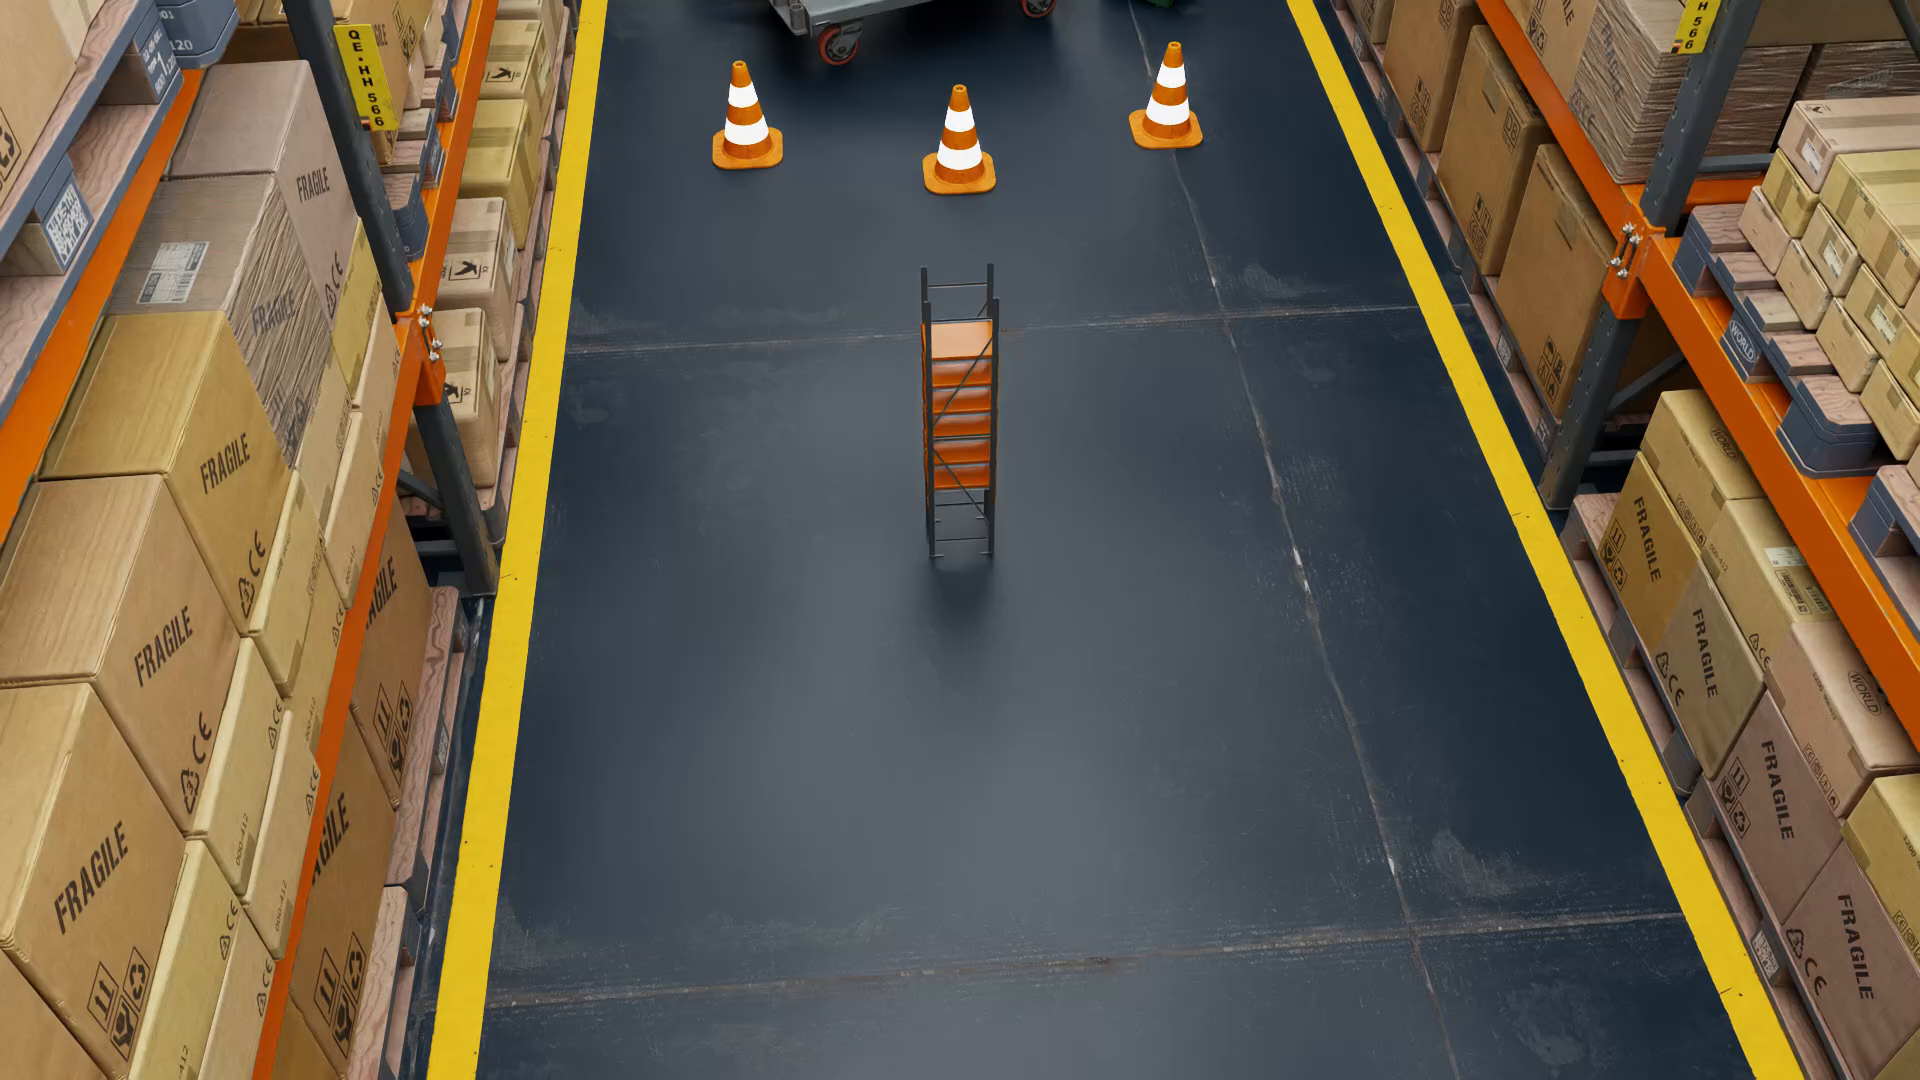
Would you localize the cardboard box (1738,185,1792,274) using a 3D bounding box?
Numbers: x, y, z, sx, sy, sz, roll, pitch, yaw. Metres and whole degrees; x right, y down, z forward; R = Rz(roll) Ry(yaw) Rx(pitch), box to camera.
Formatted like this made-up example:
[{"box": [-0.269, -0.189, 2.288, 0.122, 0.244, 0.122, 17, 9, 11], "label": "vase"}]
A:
[{"box": [2.571, -0.935, 4.953, 0.380, 0.149, 0.250, -4, 47, -4], "label": "cardboard box"}]

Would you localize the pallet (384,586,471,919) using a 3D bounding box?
[{"box": [-2.199, 0.695, 5.446, 1.003, 0.211, 1.213, -3, 47, -3], "label": "pallet"}]

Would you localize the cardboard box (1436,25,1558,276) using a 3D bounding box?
[{"box": [2.697, -1.662, 7.018, 1.050, 0.750, 0.750, -3, 47, -3], "label": "cardboard box"}]

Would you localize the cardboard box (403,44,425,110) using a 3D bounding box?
[{"box": [-1.999, -1.551, 5.536, 0.380, 0.149, 0.250, -6, 47, -6], "label": "cardboard box"}]

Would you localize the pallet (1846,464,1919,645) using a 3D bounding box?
[{"box": [2.941, 0.283, 4.048, 1.003, 0.211, 1.213, -3, 47, -3], "label": "pallet"}]

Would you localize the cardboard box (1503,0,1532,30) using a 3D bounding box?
[{"box": [2.347, -2.279, 6.274, 0.500, 0.500, 0.500, -4, 47, -4], "label": "cardboard box"}]

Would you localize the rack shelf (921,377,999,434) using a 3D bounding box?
[{"box": [-0.001, -0.475, 5.769, 0.258, 0.103, 0.180, -3, 47, -3], "label": "rack shelf"}]

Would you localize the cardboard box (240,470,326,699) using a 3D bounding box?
[{"box": [-1.786, 0.116, 3.833, 0.500, 0.250, 0.500, -5, 47, -4], "label": "cardboard box"}]

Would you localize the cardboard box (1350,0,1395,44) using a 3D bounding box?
[{"box": [2.541, -3.034, 8.318, 1.050, 0.750, 0.750, -4, 47, -3], "label": "cardboard box"}]

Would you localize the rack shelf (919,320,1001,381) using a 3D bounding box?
[{"box": [-0.001, -0.640, 5.595, 0.258, 0.103, 0.180, -3, 47, -3], "label": "rack shelf"}]

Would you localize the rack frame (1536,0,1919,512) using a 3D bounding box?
[{"box": [2.734, -1.213, 5.333, 1.000, 3.000, 0.127, -3, 47, -3], "label": "rack frame"}]

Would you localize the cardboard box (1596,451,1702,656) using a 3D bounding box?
[{"box": [2.540, 0.030, 5.588, 0.500, 0.500, 0.500, -5, 47, -5], "label": "cardboard box"}]

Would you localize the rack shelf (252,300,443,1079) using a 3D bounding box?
[{"box": [-2.022, 0.856, 3.869, 1.077, 0.370, 4.000, -3, 47, -3], "label": "rack shelf"}]

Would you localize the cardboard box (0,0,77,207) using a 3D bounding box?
[{"box": [-1.753, -0.791, 2.510, 0.500, 0.500, 0.500, -3, 47, -3], "label": "cardboard box"}]

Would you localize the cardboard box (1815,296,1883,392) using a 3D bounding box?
[{"box": [2.616, -0.545, 4.584, 0.380, 0.149, 0.250, -1, 47, -1], "label": "cardboard box"}]

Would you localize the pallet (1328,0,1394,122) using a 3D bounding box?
[{"box": [2.539, -2.594, 8.562, 1.003, 0.211, 1.213, -3, 47, -3], "label": "pallet"}]

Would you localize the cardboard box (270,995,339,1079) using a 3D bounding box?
[{"box": [-2.070, 1.545, 3.895, 0.875, 0.875, 0.875, -2, 47, -2], "label": "cardboard box"}]

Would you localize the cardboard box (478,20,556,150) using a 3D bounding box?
[{"box": [-2.415, -2.074, 7.669, 0.950, 0.372, 0.625, -1, 47, -1], "label": "cardboard box"}]

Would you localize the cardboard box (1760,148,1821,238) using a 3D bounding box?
[{"box": [2.575, -1.011, 4.821, 0.380, 0.149, 0.250, -2, 47, -2], "label": "cardboard box"}]

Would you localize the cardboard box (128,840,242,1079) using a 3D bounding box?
[{"box": [-1.698, 0.857, 3.131, 0.500, 0.250, 0.500, -3, 47, -3], "label": "cardboard box"}]

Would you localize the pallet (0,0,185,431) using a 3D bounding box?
[{"box": [-1.986, -0.534, 2.754, 1.003, 0.211, 1.213, -2, 47, -1], "label": "pallet"}]

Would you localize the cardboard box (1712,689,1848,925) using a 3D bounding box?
[{"box": [2.633, 0.764, 4.893, 0.500, 0.500, 0.500, -5, 47, -4], "label": "cardboard box"}]

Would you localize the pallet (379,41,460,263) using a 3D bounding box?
[{"box": [-2.356, -1.282, 5.530, 1.213, 0.211, 1.003, -3, 47, -3], "label": "pallet"}]

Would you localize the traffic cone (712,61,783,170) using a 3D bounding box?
[{"box": [-1.026, -2.048, 7.871, 0.336, 0.463, 0.334, -3, 47, -3], "label": "traffic cone"}]

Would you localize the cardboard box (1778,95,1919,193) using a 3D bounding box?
[{"box": [2.580, -1.126, 4.724, 0.380, 0.149, 0.250, -3, 47, -3], "label": "cardboard box"}]

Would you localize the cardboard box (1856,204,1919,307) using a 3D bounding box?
[{"box": [2.621, -0.757, 4.375, 0.380, 0.149, 0.250, -4, 47, -4], "label": "cardboard box"}]

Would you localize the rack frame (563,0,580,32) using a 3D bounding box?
[{"box": [-2.525, -3.733, 7.719, 1.000, 3.000, 0.127, -3, 47, -3], "label": "rack frame"}]

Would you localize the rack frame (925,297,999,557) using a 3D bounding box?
[{"box": [0.006, -0.357, 5.762, 0.240, 1.200, 0.006, -3, 47, -3], "label": "rack frame"}]

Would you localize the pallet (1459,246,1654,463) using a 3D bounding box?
[{"box": [2.744, -0.829, 6.890, 1.003, 0.211, 1.213, -3, 47, -3], "label": "pallet"}]

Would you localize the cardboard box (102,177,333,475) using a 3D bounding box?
[{"box": [-1.835, -0.488, 3.889, 0.500, 0.500, 0.500, -3, 47, -3], "label": "cardboard box"}]

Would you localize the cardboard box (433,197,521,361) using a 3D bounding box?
[{"box": [-2.297, -1.022, 6.673, 0.950, 0.372, 0.625, -4, 47, -4], "label": "cardboard box"}]

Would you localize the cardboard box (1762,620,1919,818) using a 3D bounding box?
[{"box": [2.622, 0.484, 4.642, 0.500, 0.250, 0.500, -3, 47, -3], "label": "cardboard box"}]

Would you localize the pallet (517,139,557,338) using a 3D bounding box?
[{"box": [-2.353, -1.326, 7.360, 1.003, 0.211, 1.213, -3, 47, -3], "label": "pallet"}]

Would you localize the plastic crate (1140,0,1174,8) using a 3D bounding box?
[{"box": [1.080, -3.206, 9.117, 0.450, 0.188, 0.662, 25, 51, 9], "label": "plastic crate"}]

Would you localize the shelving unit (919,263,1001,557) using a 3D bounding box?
[{"box": [-0.001, -0.423, 5.824, 0.258, 1.200, 0.189, -3, 47, -3], "label": "shelving unit"}]

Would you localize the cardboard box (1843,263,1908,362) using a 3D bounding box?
[{"box": [2.625, -0.622, 4.452, 0.380, 0.149, 0.250, -5, 47, -5], "label": "cardboard box"}]

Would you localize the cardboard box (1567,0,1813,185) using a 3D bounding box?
[{"box": [2.429, -1.557, 5.589, 0.500, 0.500, 0.500, -3, 47, -3], "label": "cardboard box"}]

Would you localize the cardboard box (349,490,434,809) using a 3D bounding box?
[{"box": [-2.215, 0.252, 5.119, 0.875, 0.875, 0.875, -4, 47, -4], "label": "cardboard box"}]

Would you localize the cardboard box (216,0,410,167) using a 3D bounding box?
[{"box": [-1.997, -1.459, 5.003, 0.500, 0.500, 0.500, -5, 47, -4], "label": "cardboard box"}]

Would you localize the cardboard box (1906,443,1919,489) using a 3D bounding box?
[{"box": [2.665, -0.158, 4.217, 0.380, 0.149, 0.250, -2, 47, -2], "label": "cardboard box"}]

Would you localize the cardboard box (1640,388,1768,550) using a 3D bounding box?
[{"box": [2.551, -0.242, 5.329, 0.500, 0.250, 0.500, -5, 47, -5], "label": "cardboard box"}]

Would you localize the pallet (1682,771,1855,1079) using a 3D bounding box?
[{"box": [2.897, 1.192, 4.975, 1.003, 0.211, 1.213, -3, 47, -3], "label": "pallet"}]

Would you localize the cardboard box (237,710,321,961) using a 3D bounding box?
[{"box": [-1.733, 0.664, 3.658, 0.500, 0.250, 0.500, -4, 47, -4], "label": "cardboard box"}]

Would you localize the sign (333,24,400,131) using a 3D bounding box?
[{"box": [-1.637, -1.273, 4.592, 0.100, 0.325, 0.005, -3, 47, -3], "label": "sign"}]

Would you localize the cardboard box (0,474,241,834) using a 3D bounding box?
[{"box": [-1.764, 0.238, 3.201, 0.500, 0.500, 0.500, -4, 47, -4], "label": "cardboard box"}]

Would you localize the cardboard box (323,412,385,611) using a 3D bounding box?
[{"box": [-1.830, -0.068, 4.352, 0.500, 0.250, 0.500, -3, 47, -3], "label": "cardboard box"}]

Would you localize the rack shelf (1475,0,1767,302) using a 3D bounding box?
[{"box": [2.567, -2.412, 6.964, 1.077, 0.370, 4.000, -3, 47, -3], "label": "rack shelf"}]

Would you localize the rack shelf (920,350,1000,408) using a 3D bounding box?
[{"box": [-0.001, -0.558, 5.682, 0.258, 0.103, 0.180, -3, 47, -3], "label": "rack shelf"}]

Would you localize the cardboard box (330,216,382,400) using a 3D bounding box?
[{"box": [-1.896, -0.624, 4.534, 0.500, 0.250, 0.500, -4, 47, -3], "label": "cardboard box"}]
